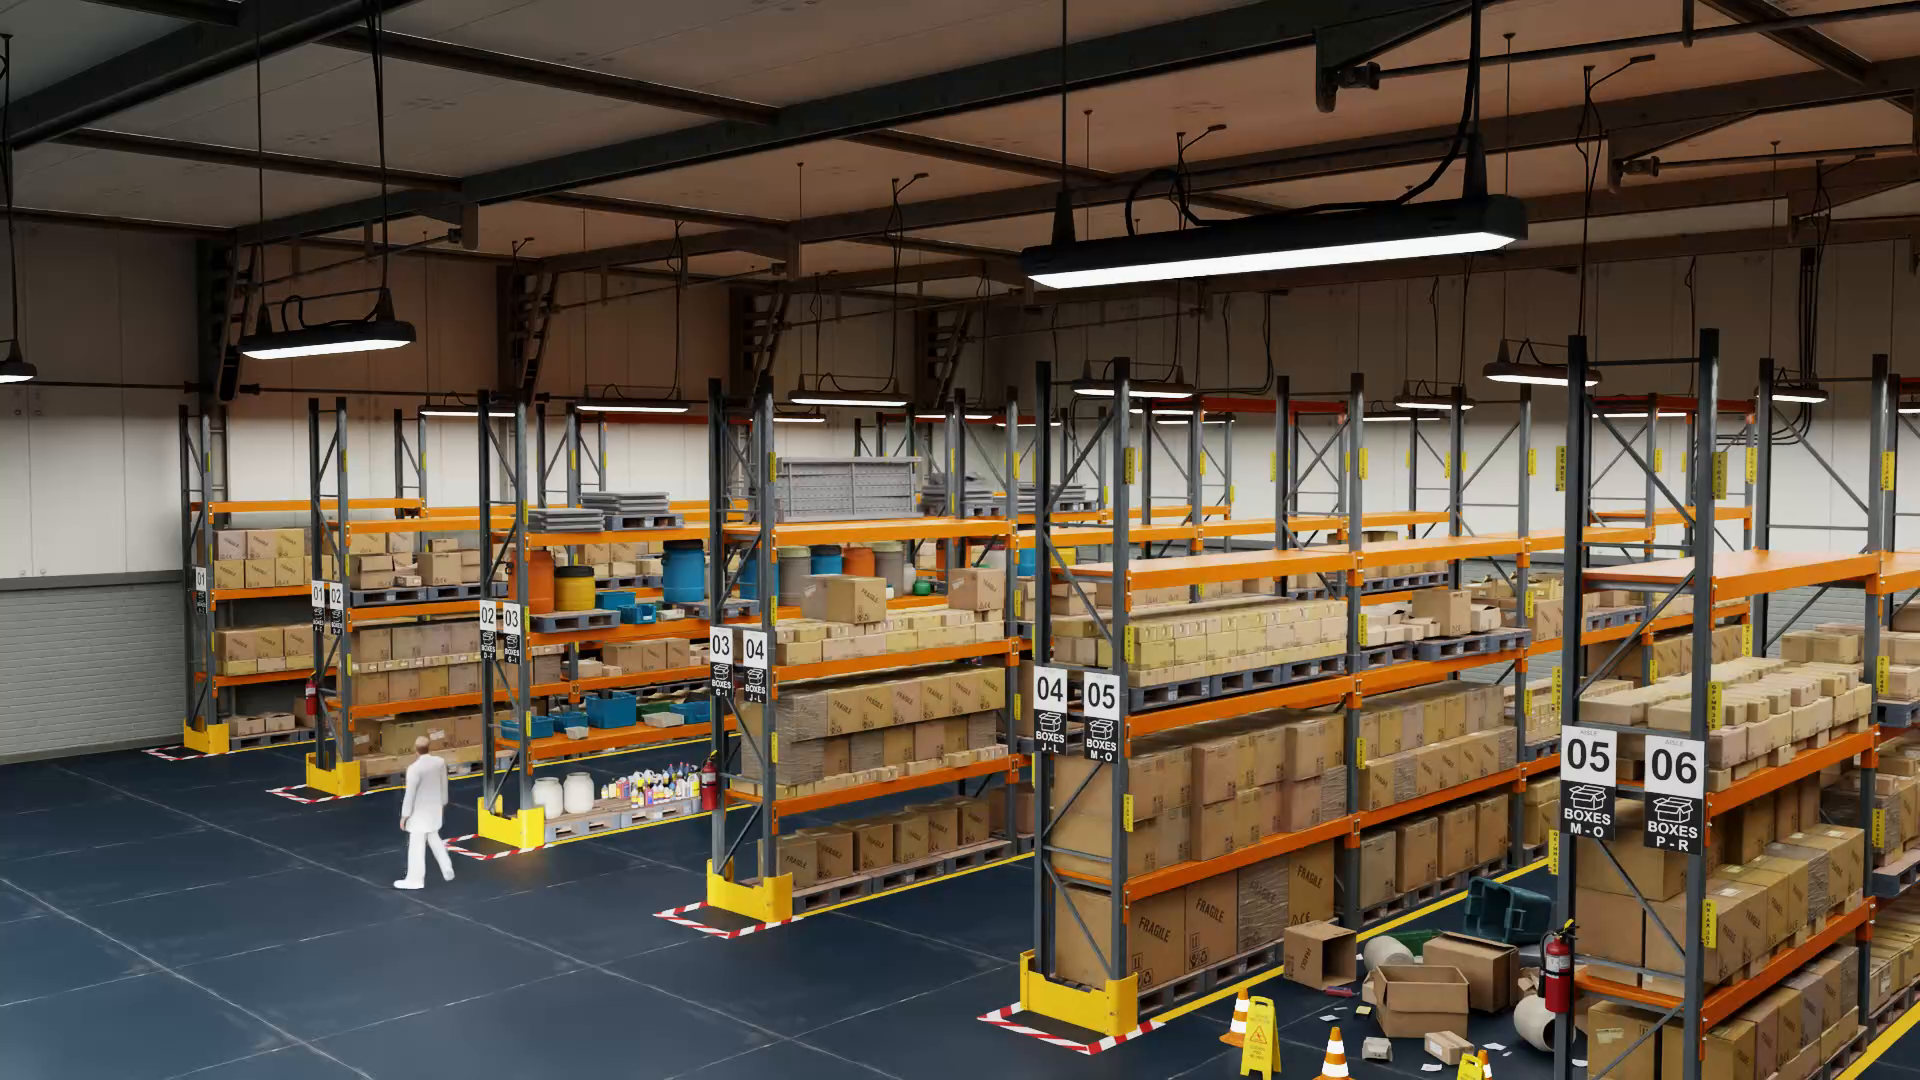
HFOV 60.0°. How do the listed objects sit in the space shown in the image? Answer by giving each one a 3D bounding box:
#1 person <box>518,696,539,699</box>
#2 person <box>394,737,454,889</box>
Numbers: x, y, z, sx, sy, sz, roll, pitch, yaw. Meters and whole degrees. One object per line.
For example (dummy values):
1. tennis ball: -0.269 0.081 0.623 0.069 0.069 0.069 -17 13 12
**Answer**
1. person: -8.262 2.648 31.524 0.396 1.859 0.631 3 4 44
2. person: -6.359 3.221 19.749 0.583 1.781 0.660 1 3 23
